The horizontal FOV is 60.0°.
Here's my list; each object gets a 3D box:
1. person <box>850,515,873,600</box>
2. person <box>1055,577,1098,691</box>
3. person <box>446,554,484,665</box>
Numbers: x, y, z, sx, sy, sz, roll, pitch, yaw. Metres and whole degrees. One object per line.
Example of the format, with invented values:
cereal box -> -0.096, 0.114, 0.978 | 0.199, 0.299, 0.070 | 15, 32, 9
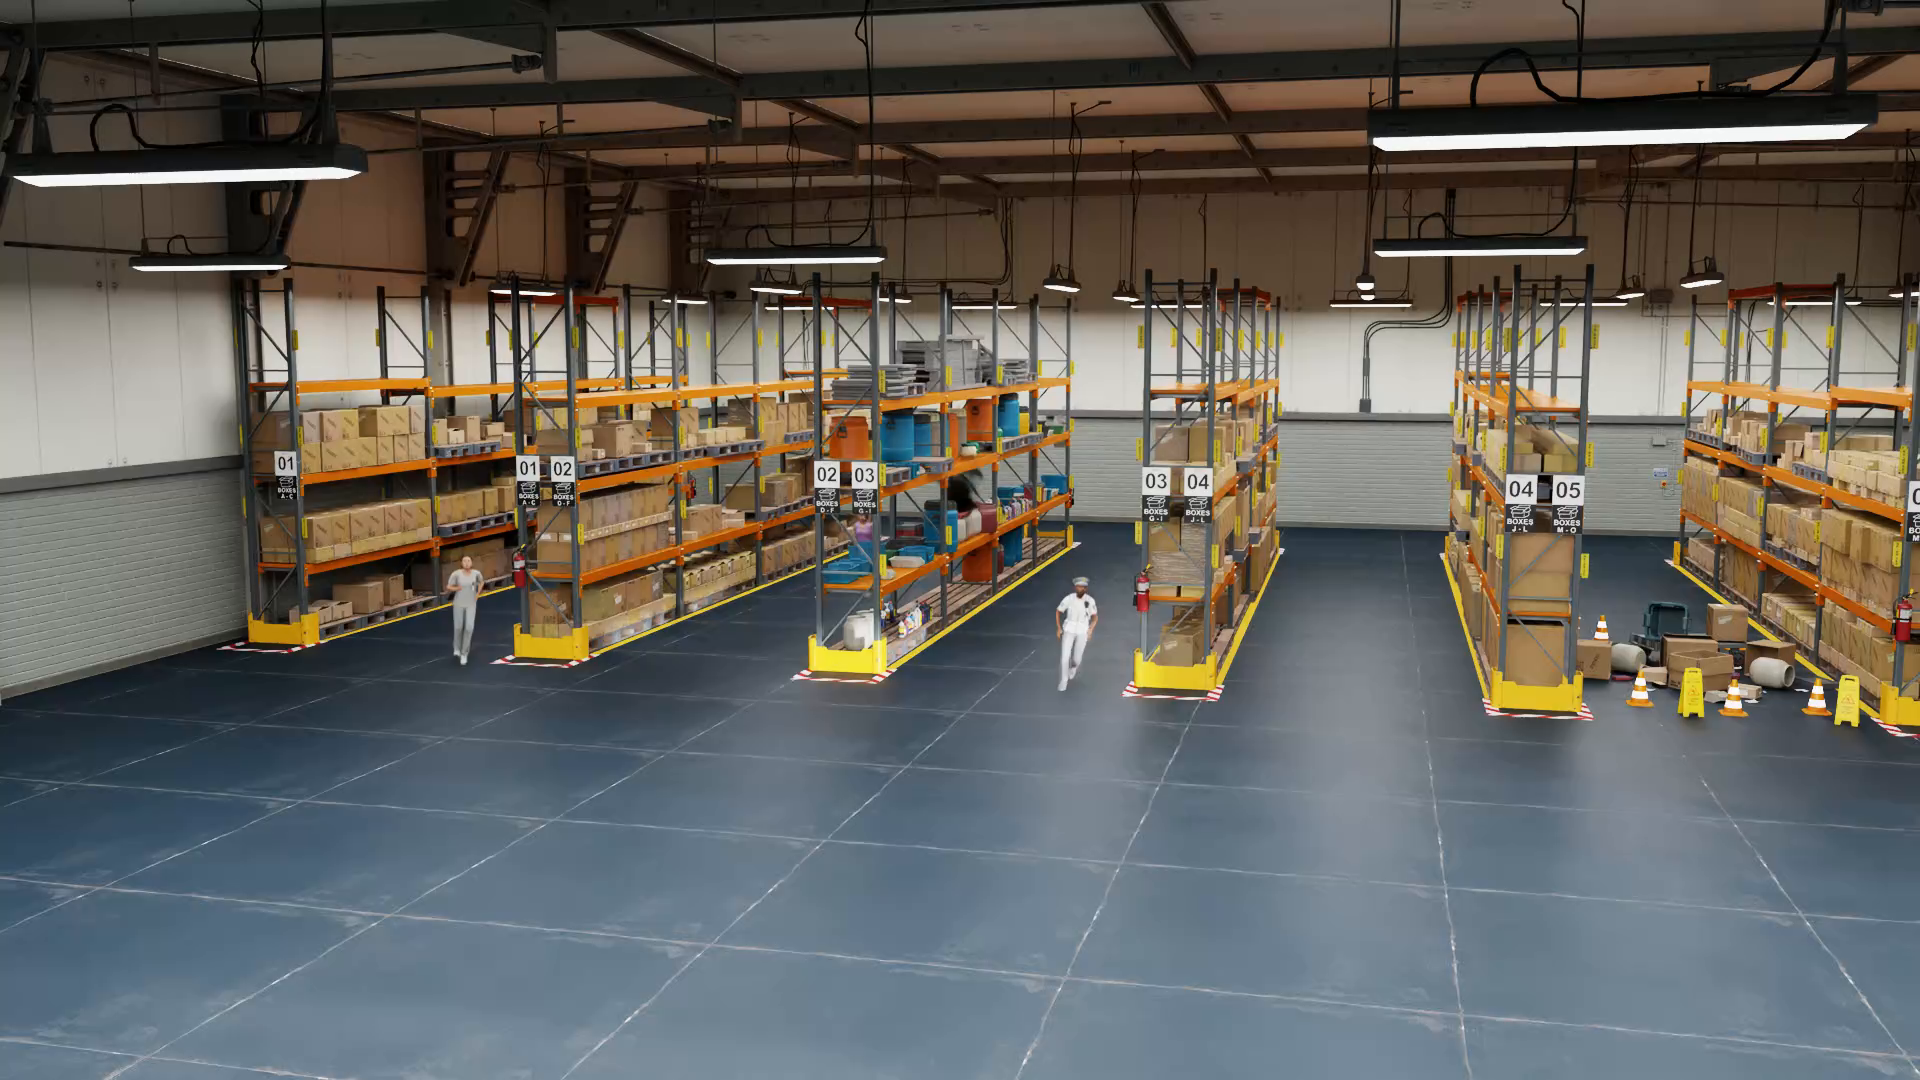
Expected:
person -> -1.773, 0.268, 30.618 | 0.517, 1.657, 0.633 | 1, 7, 10
person -> 1.680, 1.335, 24.030 | 0.619, 1.647, 0.535 | 1, 7, 4
person -> -7.743, 1.062, 26.064 | 0.569, 1.724, 0.743 | -2, 7, -17
